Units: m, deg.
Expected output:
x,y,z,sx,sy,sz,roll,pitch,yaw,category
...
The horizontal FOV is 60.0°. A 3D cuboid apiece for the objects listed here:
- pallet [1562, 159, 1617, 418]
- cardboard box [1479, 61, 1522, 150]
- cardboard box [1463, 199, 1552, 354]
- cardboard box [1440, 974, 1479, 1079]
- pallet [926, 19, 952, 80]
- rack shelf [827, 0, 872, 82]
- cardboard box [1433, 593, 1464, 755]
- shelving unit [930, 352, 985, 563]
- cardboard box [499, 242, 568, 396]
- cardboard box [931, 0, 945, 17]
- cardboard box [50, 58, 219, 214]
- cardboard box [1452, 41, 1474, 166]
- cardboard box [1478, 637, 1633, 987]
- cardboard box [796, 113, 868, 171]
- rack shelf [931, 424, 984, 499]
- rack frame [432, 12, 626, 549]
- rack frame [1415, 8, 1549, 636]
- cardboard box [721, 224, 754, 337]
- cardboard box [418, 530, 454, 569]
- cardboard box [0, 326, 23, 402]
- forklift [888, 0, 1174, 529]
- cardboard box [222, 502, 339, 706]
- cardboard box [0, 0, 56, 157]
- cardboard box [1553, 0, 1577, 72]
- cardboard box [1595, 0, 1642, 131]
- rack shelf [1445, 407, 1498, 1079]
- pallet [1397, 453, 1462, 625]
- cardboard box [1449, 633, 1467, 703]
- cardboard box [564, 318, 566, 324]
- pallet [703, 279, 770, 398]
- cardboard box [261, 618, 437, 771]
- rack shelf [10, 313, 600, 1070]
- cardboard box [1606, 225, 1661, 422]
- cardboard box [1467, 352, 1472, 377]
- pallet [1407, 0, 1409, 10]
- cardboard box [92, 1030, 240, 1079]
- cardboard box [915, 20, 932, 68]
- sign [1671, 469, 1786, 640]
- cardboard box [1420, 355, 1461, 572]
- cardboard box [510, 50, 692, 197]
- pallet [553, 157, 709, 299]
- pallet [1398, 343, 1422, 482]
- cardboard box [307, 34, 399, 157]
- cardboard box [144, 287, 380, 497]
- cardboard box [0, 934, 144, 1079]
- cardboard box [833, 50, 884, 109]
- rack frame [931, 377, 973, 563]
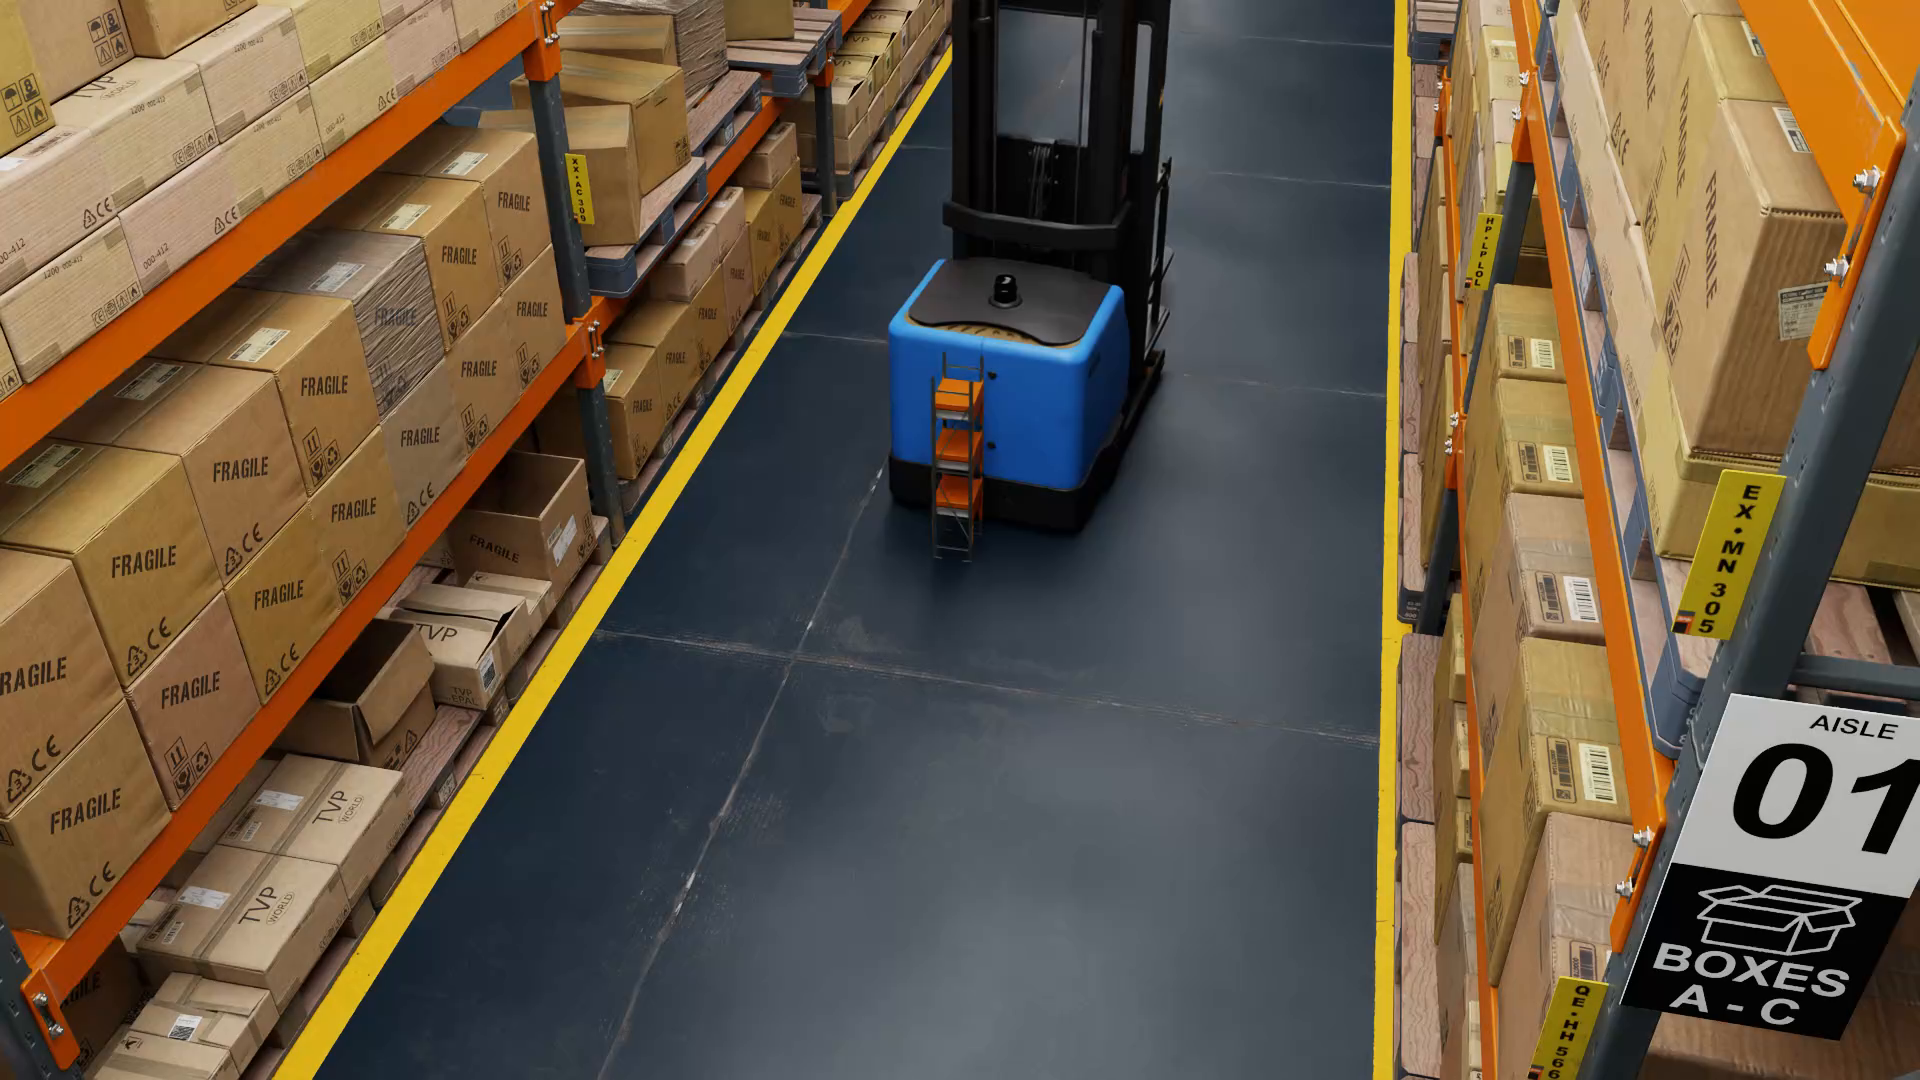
x,y,z,sx,sy,sz,roll,pitch,yaw,category
2.173,-0.661,4.396,1.003,0.211,1.213,7,37,10,pallet
2.698,-2.005,7.735,0.500,0.250,0.500,8,37,11,cardboard box
2.473,-1.113,7.144,0.500,0.500,0.500,7,36,9,cardboard box
1.925,1.787,5.271,0.700,0.500,0.500,7,37,10,cardboard box
-0.630,-4.297,14.268,1.003,0.211,1.213,7,37,10,pallet
-0.938,-4.415,12.669,1.077,0.370,4.000,7,37,10,rack shelf
2.361,0.610,6.894,0.700,0.500,0.500,8,37,11,cardboard box
-0.011,-0.394,8.170,0.215,1.050,0.252,7,37,10,shelving unit
-2.075,-0.988,7.242,0.500,0.500,0.500,8,37,11,cardboard box
-0.422,-4.570,13.776,0.500,0.311,0.500,8,37,11,cardboard box
-2.495,-1.165,4.717,0.500,0.250,0.500,7,37,10,cardboard box
2.894,-2.280,8.754,0.500,0.500,0.500,7,37,10,cardboard box
2.010,0.812,4.588,0.980,0.700,0.700,7,37,10,cardboard box
-0.966,-2.880,11.923,0.500,0.250,0.500,7,37,10,cardboard box
-0.011,-0.386,8.176,0.215,0.259,0.240,7,37,10,rack shelf
-2.219,-1.267,7.712,1.000,3.000,0.127,7,37,10,rack frame
2.621,-0.648,6.858,1.000,3.000,0.127,7,37,10,rack frame
-1.552,-1.562,9.874,0.500,0.500,0.500,6,36,8,cardboard box
-2.520,-0.142,8.077,0.500,0.311,0.500,7,37,10,cardboard box
-2.715,-0.390,4.074,0.500,0.250,0.500,7,37,10,cardboard box
0.578,-2.105,8.928,1.130,2.935,3.031,11,37,15,forklift
-2.506,0.181,5.629,0.500,0.500,0.500,7,37,10,cardboard box
-2.790,-1.206,4.135,0.700,0.500,0.500,7,37,10,cardboard box
2.216,-1.649,5.368,0.500,0.250,0.500,7,37,10,cardboard box
1.991,-1.363,4.334,0.500,0.500,0.500,8,37,10,cardboard box
2.194,0.790,5.487,1.077,0.370,4.000,7,37,10,rack shelf
2.712,0.030,8.300,1.003,0.211,1.213,7,37,10,pallet
2.110,0.521,6.465,0.380,0.149,0.250,8,37,12,cardboard box
-2.280,-1.034,9.146,0.500,0.500,0.500,7,37,10,cardboard box
-1.824,-1.310,10.148,1.003,0.211,1.213,7,37,10,pallet
-2.615,0.644,6.828,0.797,0.503,0.637,7,37,10,cardboard box
-2.646,0.171,6.341,1.077,0.370,4.000,7,37,10,rack shelf
1.774,-0.471,3.742,0.500,0.250,0.500,6,36,8,cardboard box
2.417,-0.783,7.242,0.380,0.149,0.250,8,37,10,cardboard box
4.697,-5.196,15.510,1.003,0.211,1.213,7,37,10,pallet
-2.648,1.806,5.527,0.380,0.149,0.250,7,37,10,cardboard box
-0.534,-4.052,13.541,0.500,0.250,0.500,8,37,11,cardboard box
1.240,0.028,2.682,0.100,0.325,0.005,7,37,10,sign
2.633,-0.336,7.902,0.750,0.750,0.750,8,37,11,cardboard box
-1.814,-2.123,8.450,0.700,0.500,0.500,13,38,17,cardboard box
-1.942,-1.633,8.381,1.003,0.211,1.213,7,37,10,pallet
2.971,-0.672,9.267,1.003,0.211,1.213,7,37,10,pallet
-2.279,-1.535,5.654,0.500,0.250,0.500,7,37,10,cardboard box
-2.398,-0.518,5.742,0.500,0.500,0.500,7,37,10,cardboard box
-3.198,1.518,5.625,0.500,0.500,0.500,7,37,10,cardboard box
-0.862,-3.409,12.175,0.500,0.311,0.500,6,36,9,cardboard box
-0.038,-0.324,8.073,0.200,1.050,0.008,7,37,10,rack frame
